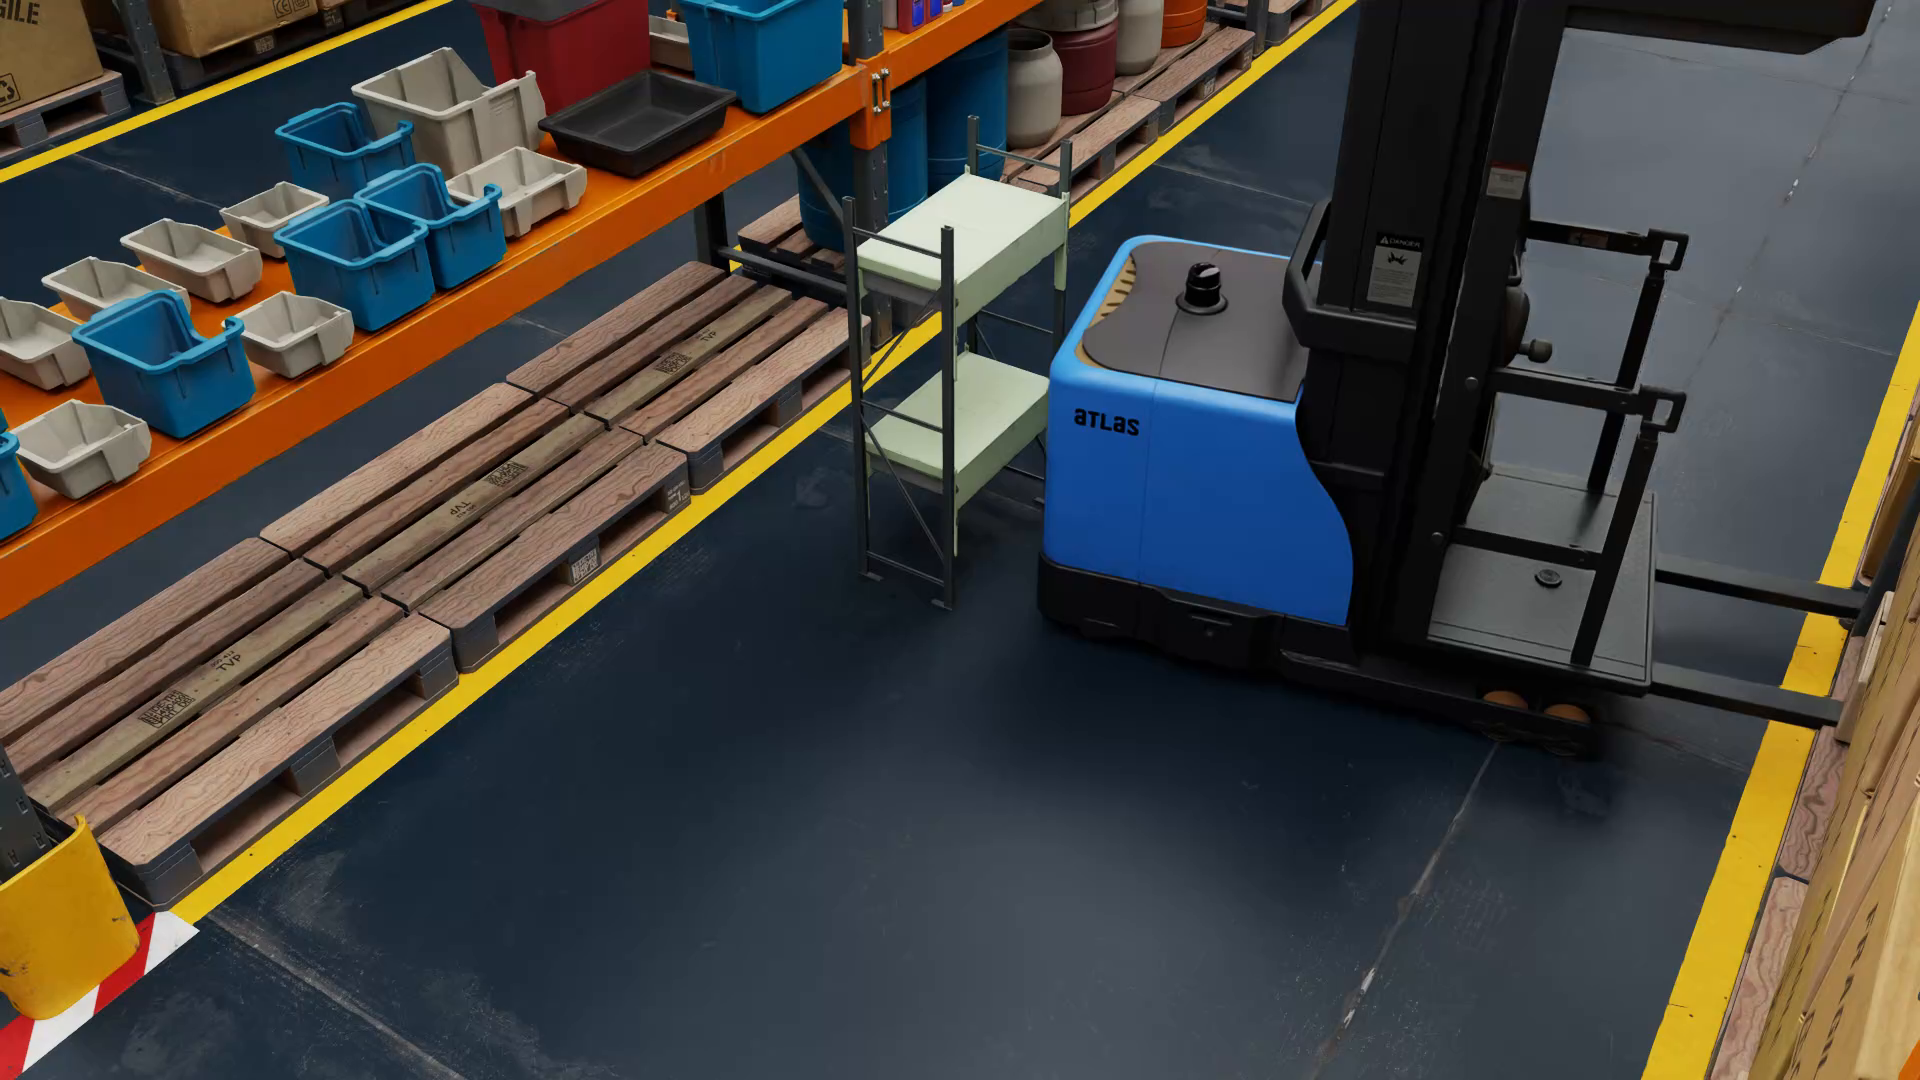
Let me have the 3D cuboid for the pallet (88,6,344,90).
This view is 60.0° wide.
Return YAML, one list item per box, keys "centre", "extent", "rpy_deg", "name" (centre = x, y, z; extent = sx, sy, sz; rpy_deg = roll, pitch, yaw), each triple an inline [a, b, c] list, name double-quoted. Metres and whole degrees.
- centre: [-4.587, -3.156, 10.171]
  extent: [1.003, 0.211, 1.213]
  rpy_deg: [21, 42, 25]
  name: "pallet"

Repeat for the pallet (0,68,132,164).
- centre: [-5.410, -2.367, 9.147]
  extent: [1.003, 0.211, 1.213]
  rpy_deg: [21, 42, 25]
  name: "pallet"

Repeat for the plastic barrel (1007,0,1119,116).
- centre: [0.536, -2.651, 8.863]
  extent: [0.600, 0.588, 0.708]
  rpy_deg: [21, 42, 25]
  name: "plastic barrel"

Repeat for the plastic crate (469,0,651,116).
- centre: [-1.444, -1.888, 6.141]
  extent: [0.402, 0.464, 0.583]
  rpy_deg: [21, 42, 25]
  name: "plastic crate"

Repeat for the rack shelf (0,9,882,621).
- centre: [-1.826, -0.902, 5.552]
  extent: [1.077, 0.370, 4.000]
  rpy_deg: [21, 42, 25]
  name: "rack shelf"

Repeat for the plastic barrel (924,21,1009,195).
- centre: [-0.069, -2.193, 8.012]
  extent: [0.600, 0.901, 0.708]
  rpy_deg: [21, 42, 25]
  name: "plastic barrel"

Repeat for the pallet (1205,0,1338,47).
- centre: [1.837, -3.562, 10.698]
  extent: [1.003, 0.211, 1.213]
  rpy_deg: [21, 42, 25]
  name: "pallet"

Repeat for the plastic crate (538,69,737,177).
- centre: [-1.127, -1.467, 5.873]
  extent: [0.437, 0.125, 0.590]
  rpy_deg: [21, 42, 25]
  name: "plastic crate"

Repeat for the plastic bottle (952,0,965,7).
- centre: [-0.028, -2.400, 7.012]
  extent: [0.097, 0.271, 0.097]
  rpy_deg: [0, 38, 0]
  name: "plastic bottle"

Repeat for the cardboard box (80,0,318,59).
- centre: [-4.610, -3.499, 9.728]
  extent: [1.225, 0.875, 0.875]
  rpy_deg: [21, 42, 25]
  name: "cardboard box"

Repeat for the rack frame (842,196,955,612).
- centre: [-0.193, -0.409, 5.552]
  extent: [0.400, 1.500, 0.023]
  rpy_deg: [21, 42, 25]
  name: "rack frame"

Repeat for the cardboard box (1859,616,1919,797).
- centre: [1.833, 0.182, 2.656]
  extent: [0.500, 0.500, 0.500]
  rpy_deg: [22, 43, 26]
  name: "cardboard box"

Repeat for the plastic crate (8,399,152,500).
- centre: [-2.245, -0.233, 4.262]
  extent: [0.250, 0.136, 0.298]
  rpy_deg: [21, 42, 25]
  name: "plastic crate"

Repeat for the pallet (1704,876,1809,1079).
- centre: [2.405, 1.494, 4.139]
  extent: [1.003, 0.211, 1.213]
  rpy_deg: [21, 42, 25]
  name: "pallet"

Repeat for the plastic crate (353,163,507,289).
- centre: [-1.621, -0.966, 5.134]
  extent: [0.416, 0.233, 0.300]
  rpy_deg: [21, 42, 25]
  name: "plastic crate"

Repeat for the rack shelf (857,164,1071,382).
- centre: [0.004, -0.907, 5.558]
  extent: [0.431, 0.370, 0.720]
  rpy_deg: [21, 42, 25]
  name: "rack shelf"

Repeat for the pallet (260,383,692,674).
- centre: [-1.768, -0.090, 6.194]
  extent: [1.003, 0.211, 1.213]
  rpy_deg: [21, 42, 25]
  name: "pallet"

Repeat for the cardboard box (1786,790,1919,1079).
- centre: [1.290, 0.712, 1.969]
  extent: [0.500, 0.500, 0.500]
  rpy_deg: [21, 42, 25]
  name: "cardboard box"

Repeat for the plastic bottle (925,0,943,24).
- centre: [-0.126, -2.290, 6.859]
  extent: [0.061, 0.283, 0.133]
  rpy_deg: [21, 42, 25]
  name: "plastic bottle"

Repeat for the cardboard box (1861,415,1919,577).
- centre: [3.449, -0.128, 5.646]
  extent: [0.500, 0.500, 0.500]
  rpy_deg: [21, 42, 25]
  name: "cardboard box"

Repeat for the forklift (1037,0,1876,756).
- centre: [1.843, -0.835, 4.933]
  extent: [3.031, 2.935, 1.130]
  rpy_deg: [12, 39, 15]
  name: "forklift"

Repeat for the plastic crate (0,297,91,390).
- centre: [-2.613, -0.554, 4.679]
  extent: [0.396, 0.136, 0.243]
  rpy_deg: [21, 42, 25]
  name: "plastic crate"

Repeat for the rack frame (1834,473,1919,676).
- centre: [3.426, -0.595, 4.565]
  extent: [1.000, 3.000, 0.127]
  rpy_deg: [21, 42, 25]
  name: "rack frame"

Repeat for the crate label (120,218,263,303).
- centre: [-2.317, -0.851, 5.063]
  extent: [0.396, 0.136, 0.243]
  rpy_deg: [21, 42, 25]
  name: "crate label"

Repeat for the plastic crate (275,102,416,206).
- centre: [-2.013, -1.255, 5.510]
  extent: [0.416, 0.233, 0.300]
  rpy_deg: [21, 42, 25]
  name: "plastic crate"

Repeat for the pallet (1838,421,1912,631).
- centre: [3.830, 0.077, 5.977]
  extent: [1.003, 0.211, 1.213]
  rpy_deg: [21, 42, 25]
  name: "pallet"

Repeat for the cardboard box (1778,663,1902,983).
- centre: [1.840, 0.583, 2.955]
  extent: [0.500, 0.500, 0.500]
  rpy_deg: [22, 43, 25]
  name: "cardboard box"

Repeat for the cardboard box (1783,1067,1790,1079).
- centre: [1.293, 1.107, 2.275]
  extent: [0.500, 0.500, 0.500]
  rpy_deg: [23, 43, 26]
  name: "cardboard box"

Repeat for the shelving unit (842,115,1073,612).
- centre: [0.004, -0.597, 5.797]
  extent: [0.431, 1.500, 0.755]
  rpy_deg: [21, 42, 25]
  name: "shelving unit"

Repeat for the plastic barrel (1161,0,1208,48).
- centre: [1.141, -3.329, 9.545]
  extent: [0.600, 0.830, 0.708]
  rpy_deg: [21, 42, 25]
  name: "plastic barrel"

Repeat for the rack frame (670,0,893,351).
- centre: [-0.754, -2.217, 6.670]
  extent: [1.000, 3.000, 0.127]
  rpy_deg: [21, 42, 25]
  name: "rack frame"

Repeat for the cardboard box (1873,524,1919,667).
- centre: [2.382, 0.061, 3.632]
  extent: [0.500, 0.500, 0.500]
  rpy_deg: [21, 42, 25]
  name: "cardboard box"

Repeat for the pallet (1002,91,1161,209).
- centre: [0.347, -2.129, 8.838]
  extent: [1.003, 0.211, 1.213]
  rpy_deg: [21, 42, 25]
  name: "pallet"

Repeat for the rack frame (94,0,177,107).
- centre: [-4.936, -3.838, 8.771]
  extent: [1.000, 3.000, 0.127]
  rpy_deg: [21, 42, 25]
  name: "rack frame"

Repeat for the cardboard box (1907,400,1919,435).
- centre: [3.990, -0.638, 6.308]
  extent: [0.500, 0.500, 0.500]
  rpy_deg: [22, 43, 26]
  name: "cardboard box"

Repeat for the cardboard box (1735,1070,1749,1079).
- centre: [1.901, 1.541, 3.686]
  extent: [0.500, 0.250, 0.500]
  rpy_deg: [21, 42, 25]
  name: "cardboard box"

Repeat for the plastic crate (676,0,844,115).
- centre: [-0.716, -1.883, 6.199]
  extent: [0.392, 0.384, 0.575]
  rpy_deg: [21, 42, 25]
  name: "plastic crate"

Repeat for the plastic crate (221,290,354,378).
- centre: [-1.882, -0.582, 4.715]
  extent: [0.250, 0.136, 0.298]
  rpy_deg: [21, 42, 25]
  name: "plastic crate"
